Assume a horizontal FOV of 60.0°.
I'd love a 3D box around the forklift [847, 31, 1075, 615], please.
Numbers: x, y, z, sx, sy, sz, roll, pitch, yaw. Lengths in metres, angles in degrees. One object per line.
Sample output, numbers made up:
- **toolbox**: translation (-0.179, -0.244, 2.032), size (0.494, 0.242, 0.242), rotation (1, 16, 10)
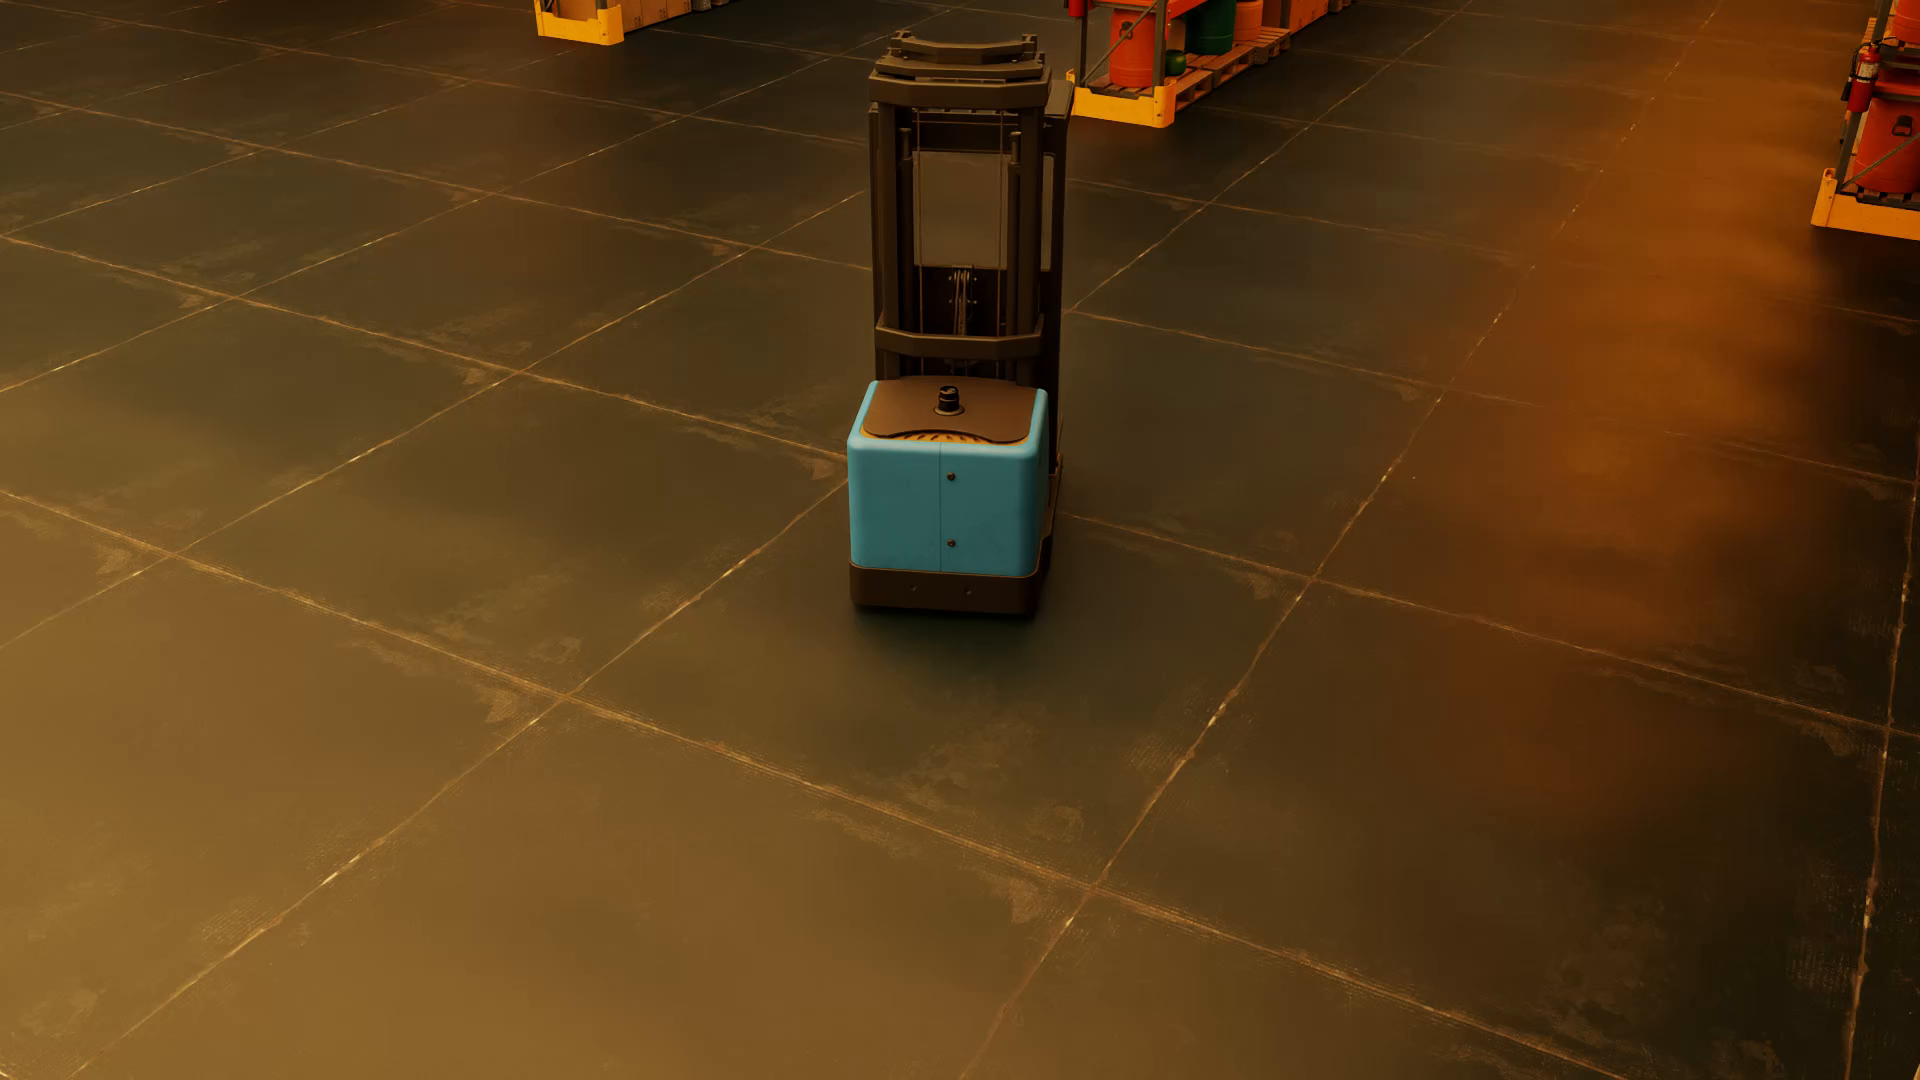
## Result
- **forklift**: translation (0.072, -1.572, 9.794), size (1.130, 2.935, 3.031), rotation (3, 30, 6)
